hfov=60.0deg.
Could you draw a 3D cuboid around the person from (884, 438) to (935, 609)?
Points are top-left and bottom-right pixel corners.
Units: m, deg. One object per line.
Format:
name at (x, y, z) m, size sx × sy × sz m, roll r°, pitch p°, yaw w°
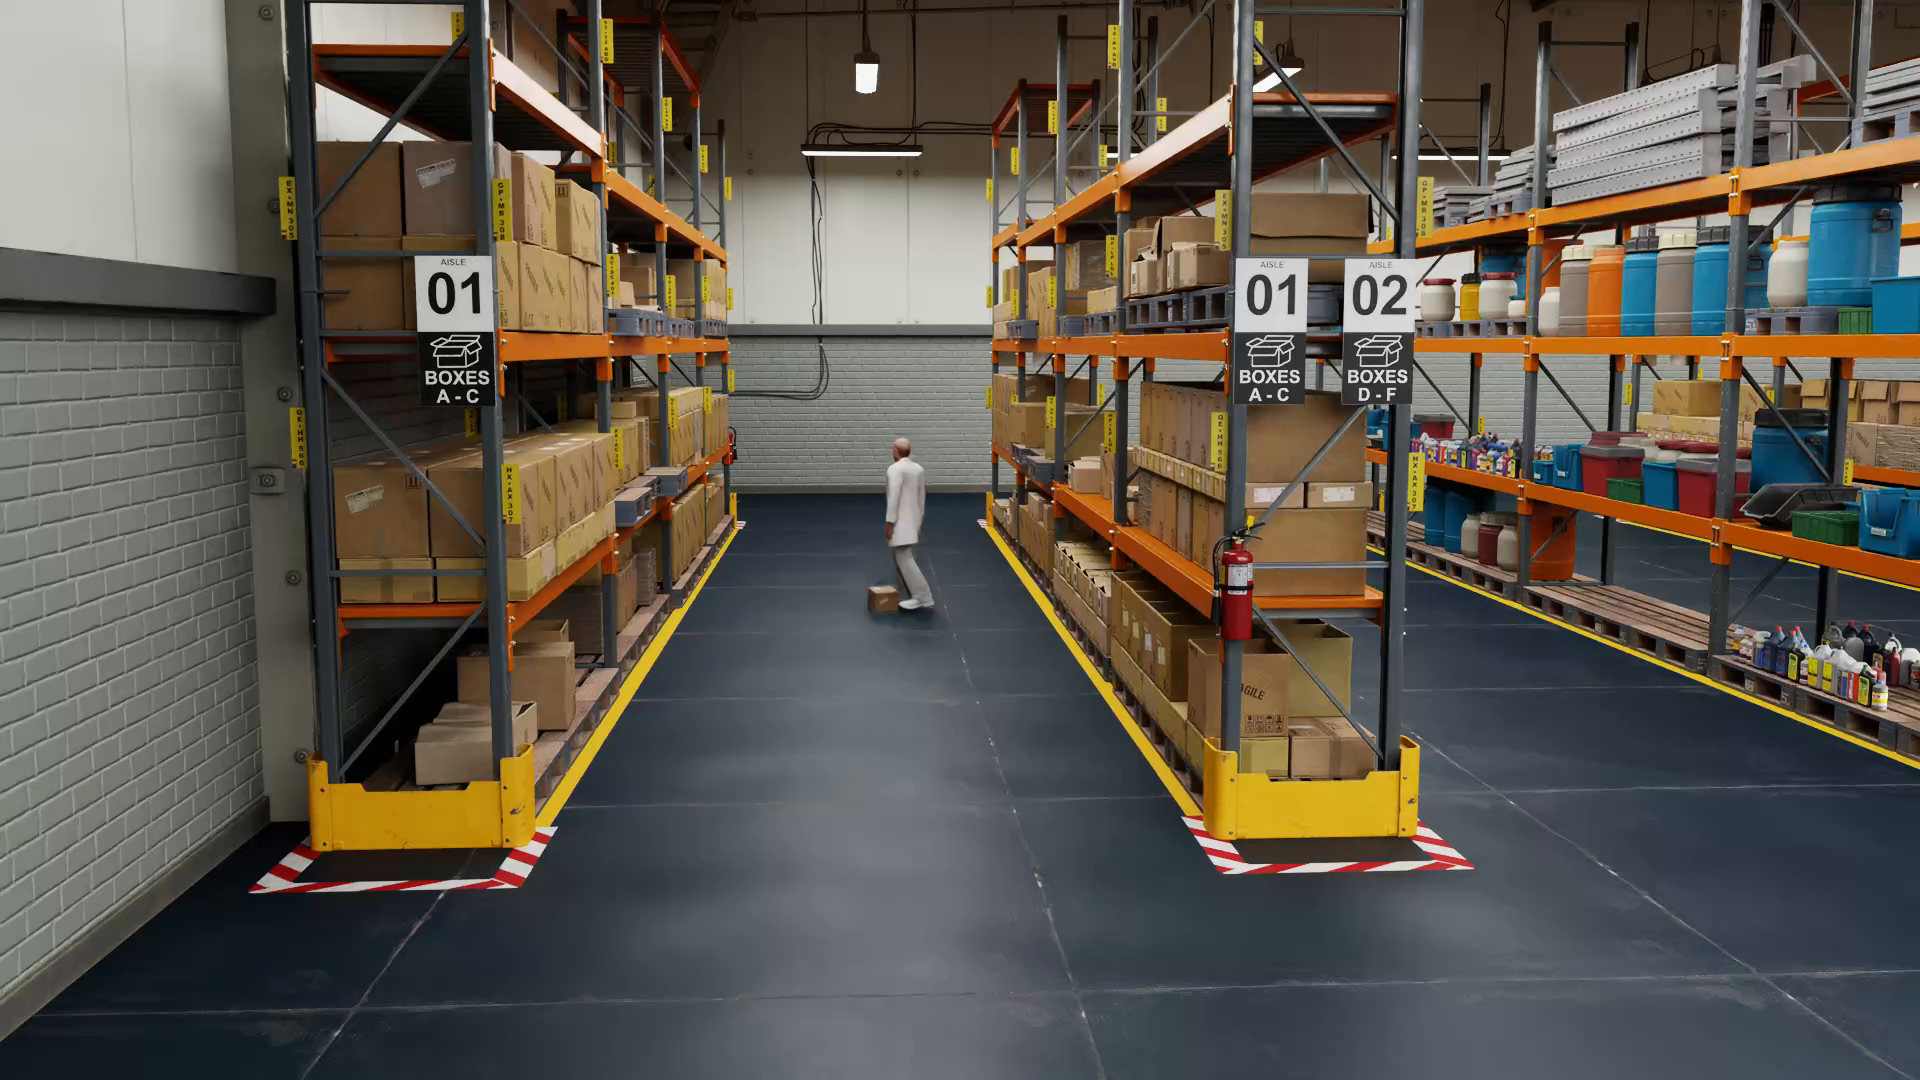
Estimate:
person at (-0.519, -0.168, 17.230) m, size 0.635 × 1.767 × 0.605 m, roll 4°, pitch 8°, yaw 28°
